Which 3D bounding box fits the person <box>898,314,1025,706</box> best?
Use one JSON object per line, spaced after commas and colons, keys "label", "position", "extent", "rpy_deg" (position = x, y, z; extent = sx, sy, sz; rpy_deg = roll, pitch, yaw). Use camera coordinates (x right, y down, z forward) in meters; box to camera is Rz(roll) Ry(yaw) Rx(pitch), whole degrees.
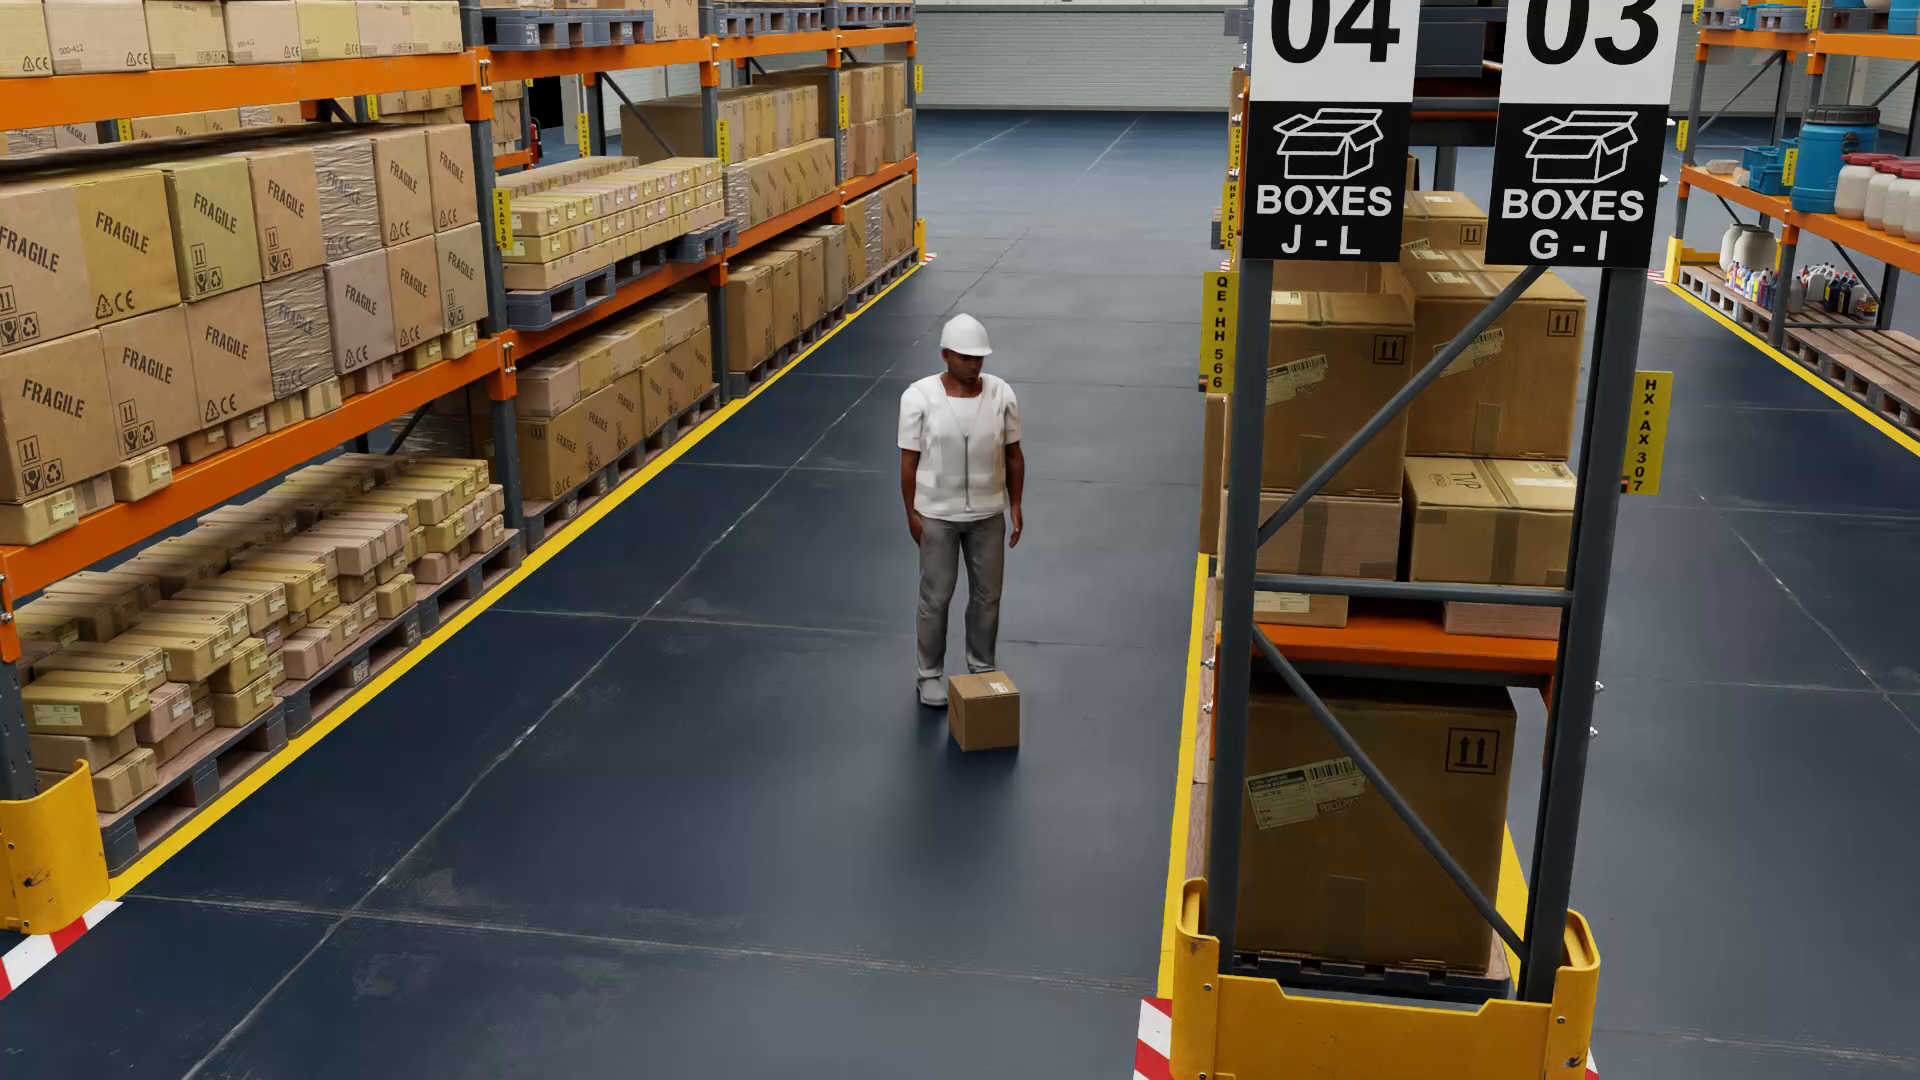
{"label": "person", "position": [0.015, -0.132, 7.428], "extent": [0.566, 1.763, 0.360], "rpy_deg": [-4, 18, -13]}
